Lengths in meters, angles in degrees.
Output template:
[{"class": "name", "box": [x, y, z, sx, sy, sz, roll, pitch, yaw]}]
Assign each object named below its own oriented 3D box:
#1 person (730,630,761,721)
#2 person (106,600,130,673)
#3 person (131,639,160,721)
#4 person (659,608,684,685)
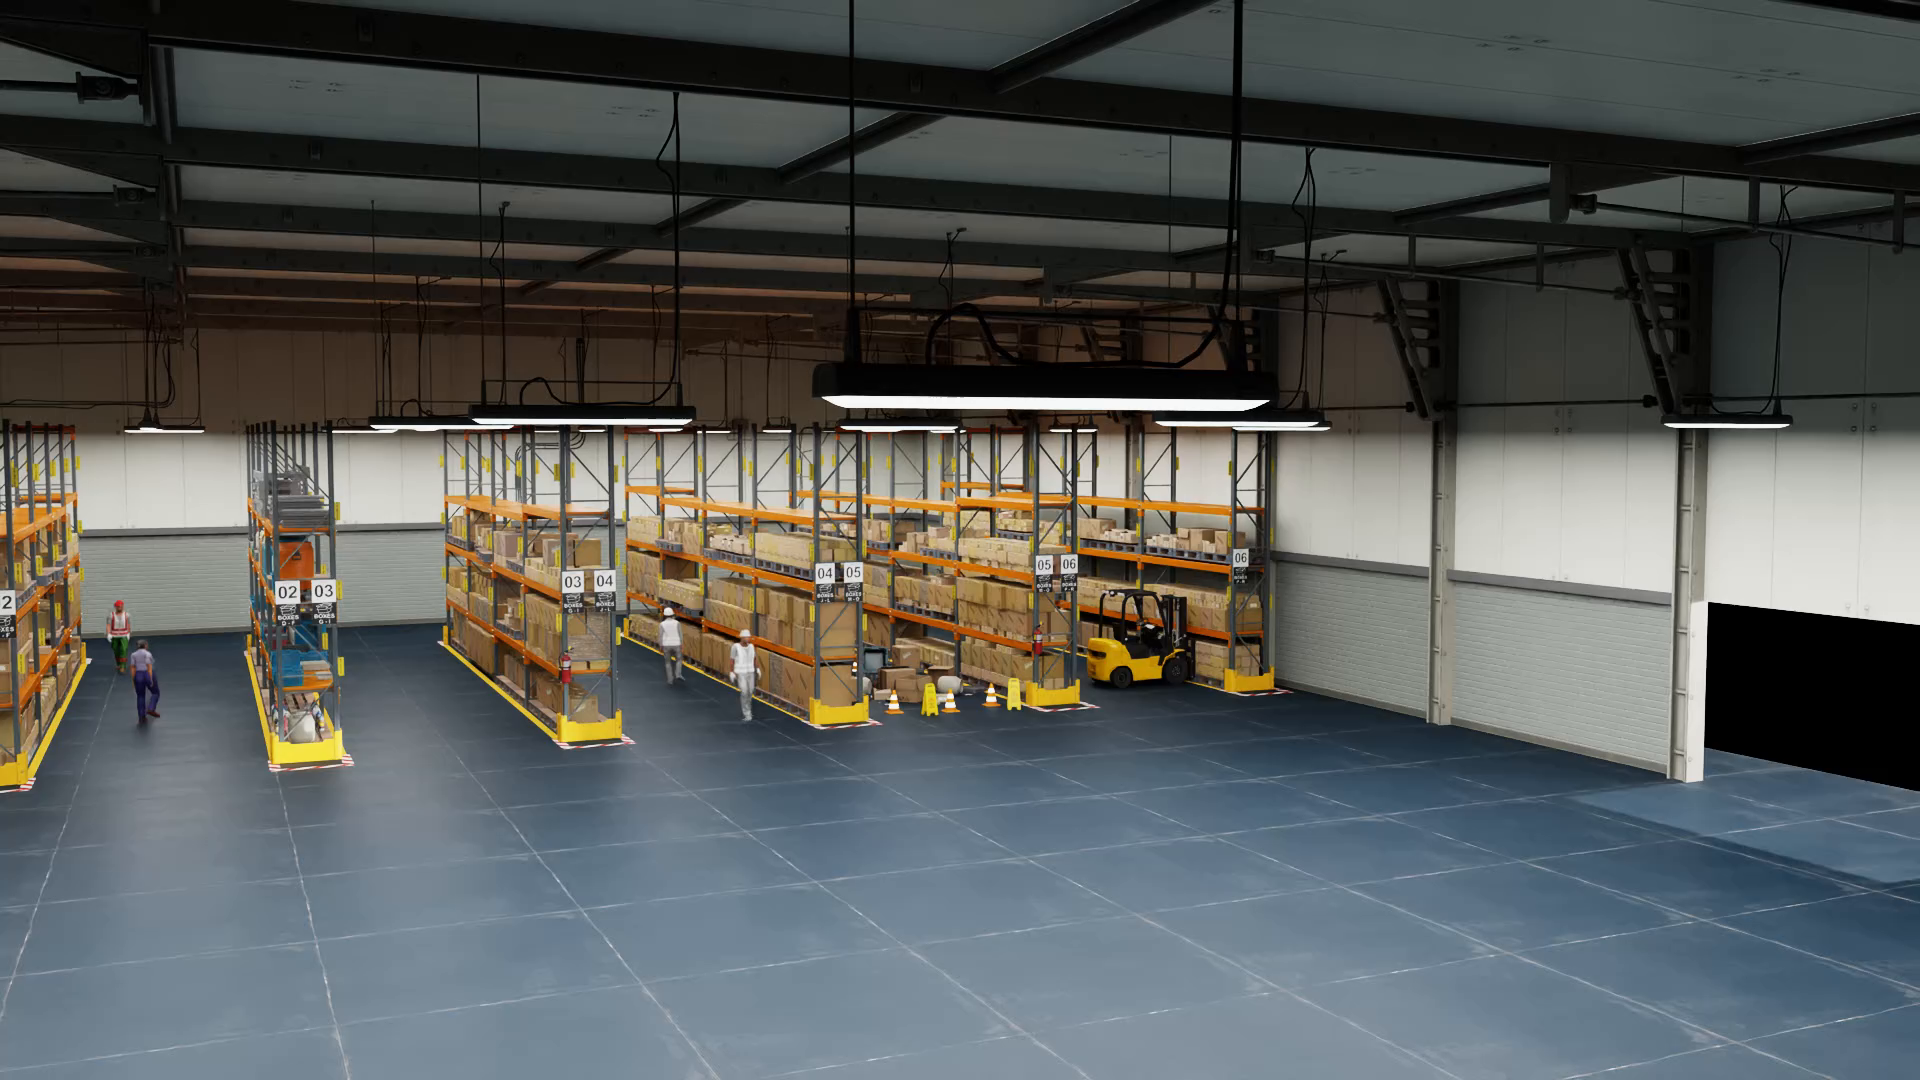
[{"class": "person", "box": [-4.291, 2.737, 33.712, 0.576, 1.799, 0.684, -3, 5, -39]}, {"class": "person", "box": [-20.338, 2.323, 40.180, 0.508, 1.725, 1.067, -1, 4, -22]}, {"class": "person", "box": [-16.379, 2.808, 33.408, 0.536, 1.635, 0.458, -1, 4, -12]}, {"class": "person", "box": [-6.651, 2.444, 38.312, 0.572, 1.768, 0.513, -1, 4, -9]}]
